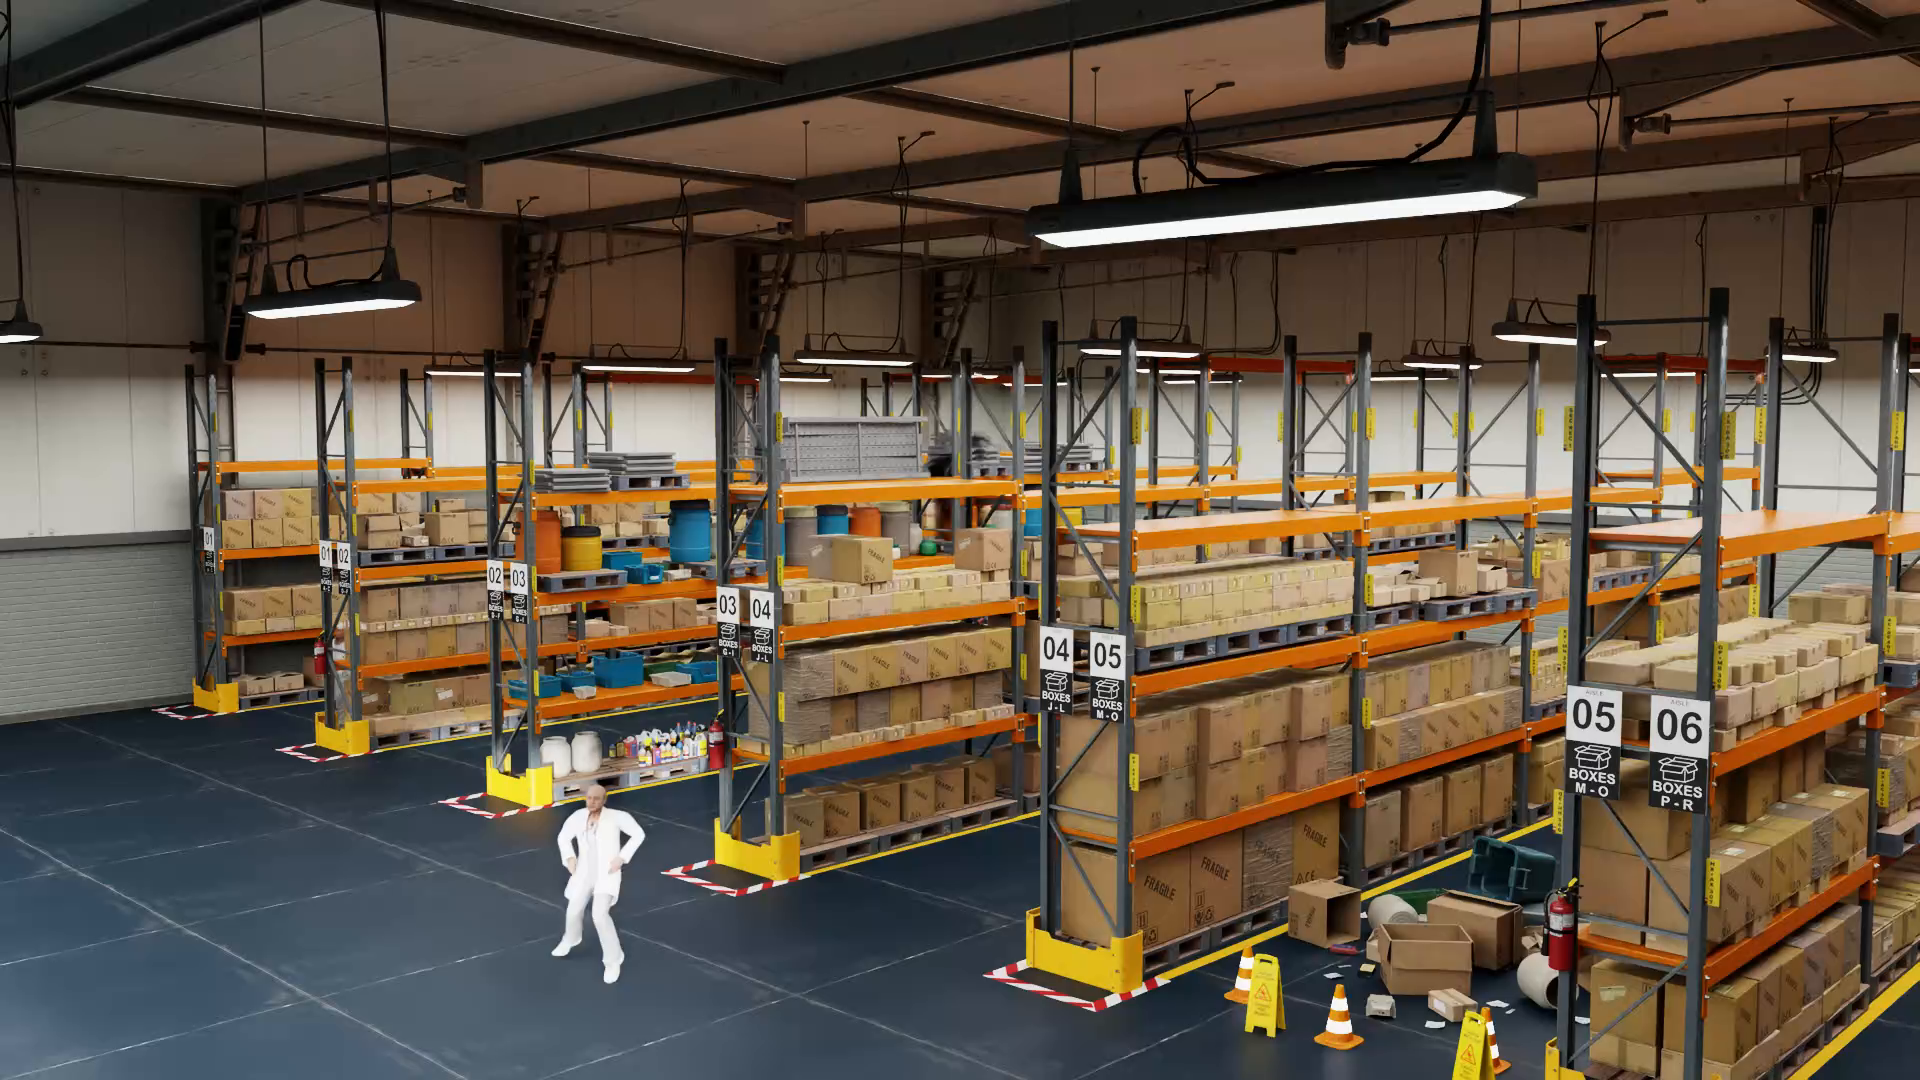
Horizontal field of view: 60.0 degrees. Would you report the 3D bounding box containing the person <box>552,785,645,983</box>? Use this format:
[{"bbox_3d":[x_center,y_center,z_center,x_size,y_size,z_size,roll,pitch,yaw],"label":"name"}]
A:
[{"bbox_3d":[-3.396,3.130,15.441,0.925,1.773,0.790,1,4,8],"label":"person"}]

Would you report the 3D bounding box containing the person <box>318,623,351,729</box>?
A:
[{"bbox_3d":[-10.131,2.215,27.274,0.683,1.736,0.614,2,5,20],"label":"person"}]
